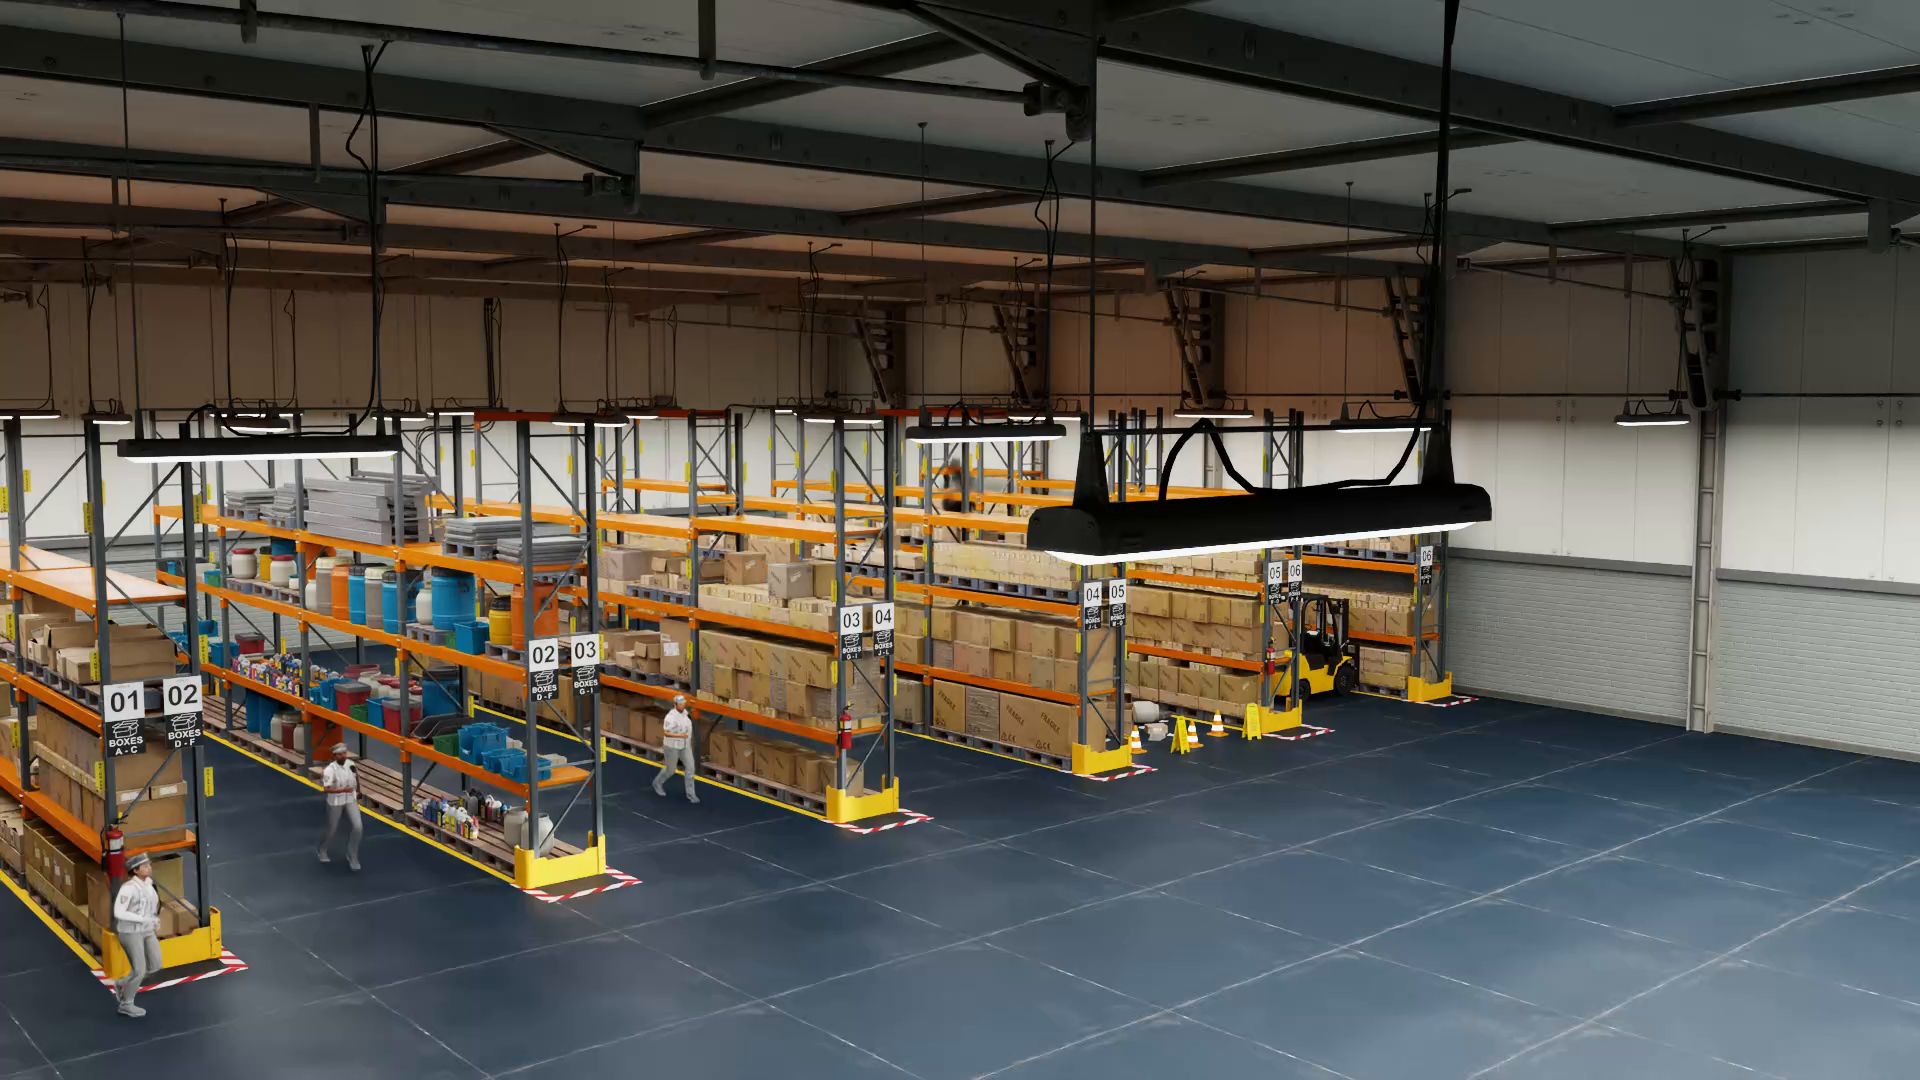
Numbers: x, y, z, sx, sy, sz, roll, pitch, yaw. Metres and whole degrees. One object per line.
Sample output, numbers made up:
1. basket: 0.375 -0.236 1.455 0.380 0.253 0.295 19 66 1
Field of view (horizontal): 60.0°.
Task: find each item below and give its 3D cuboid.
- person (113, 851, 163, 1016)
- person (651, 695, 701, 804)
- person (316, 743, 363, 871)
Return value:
1. person: -8.410 4.018 17.080 0.579 1.648 0.639 1 5 9
2. person: -4.430 3.234 25.904 0.896 1.685 0.580 4 6 38
3. person: -8.269 3.540 22.241 0.885 1.739 0.584 5 7 44
